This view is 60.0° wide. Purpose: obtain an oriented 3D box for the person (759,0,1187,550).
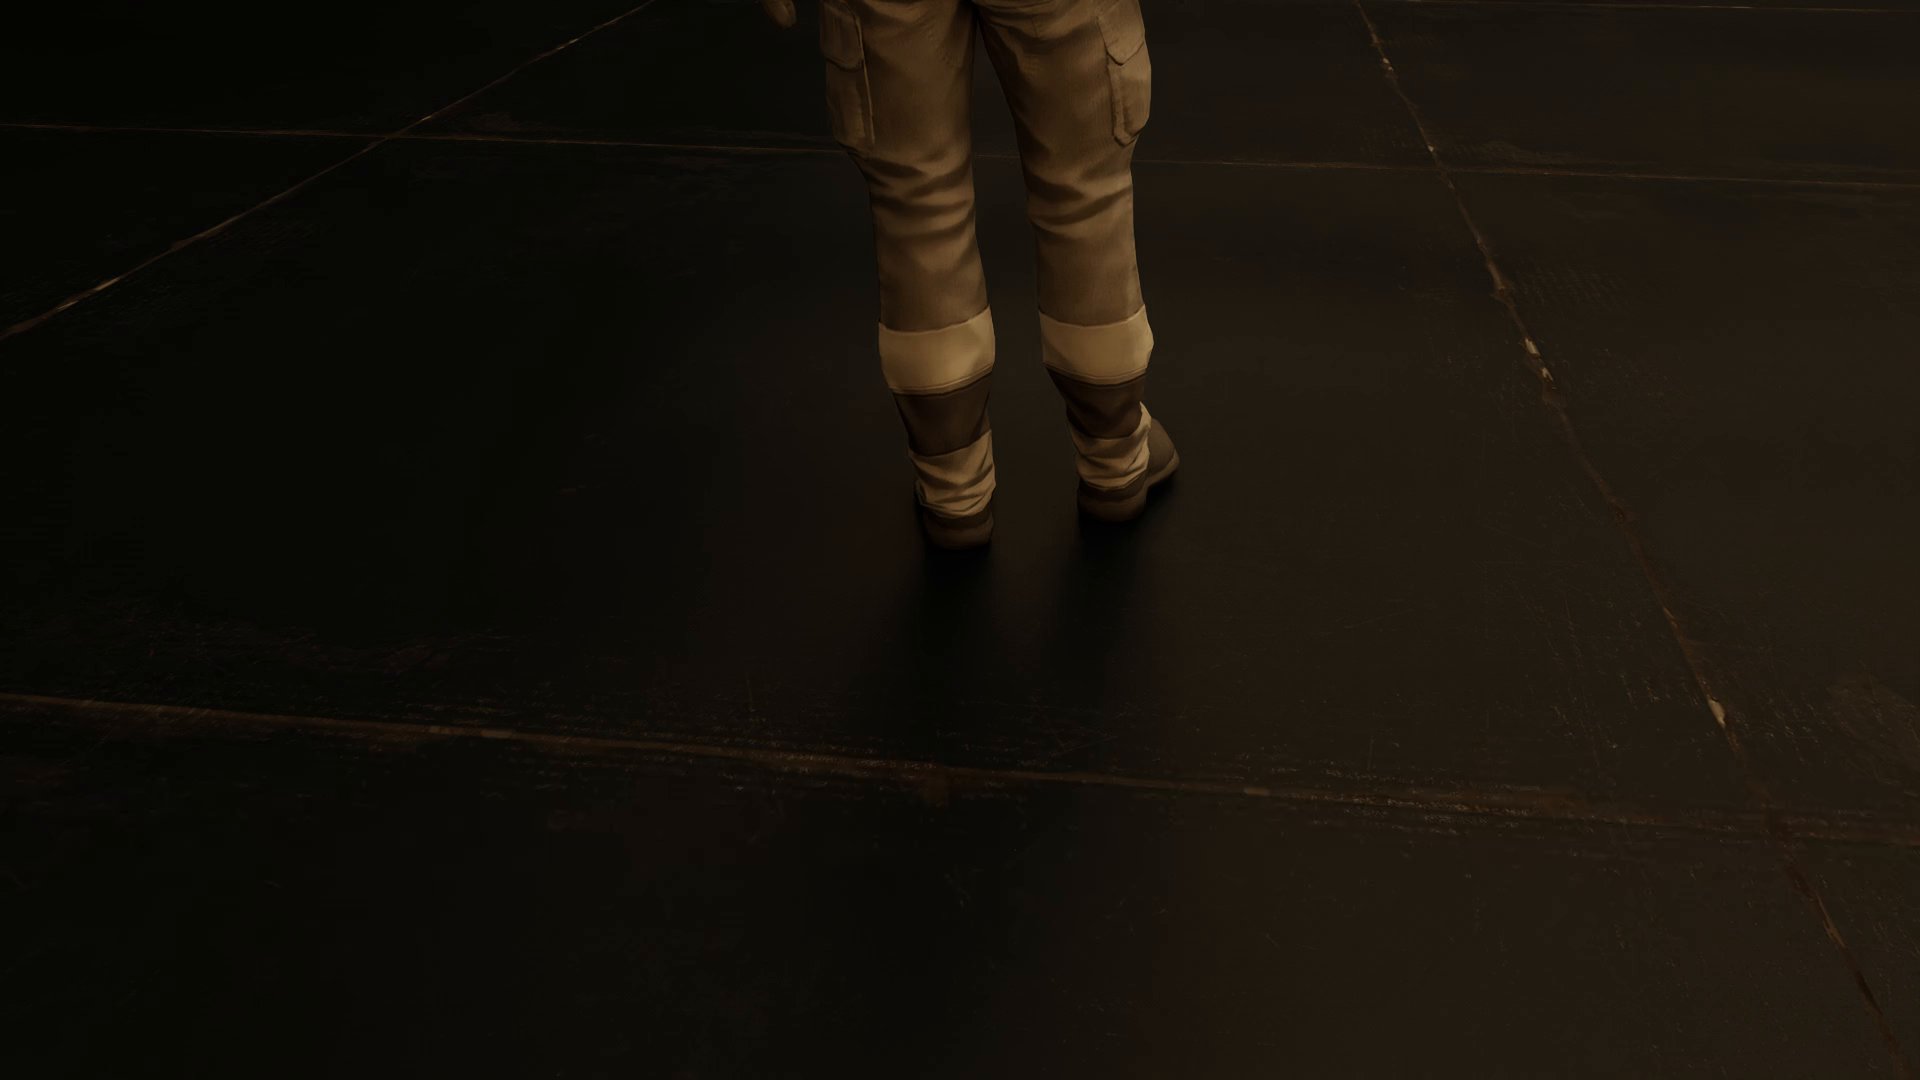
[{"bbox_3d":[0.023,-0.842,2.167,0.638,1.788,0.563,3,27,7],"label":"person"}]
